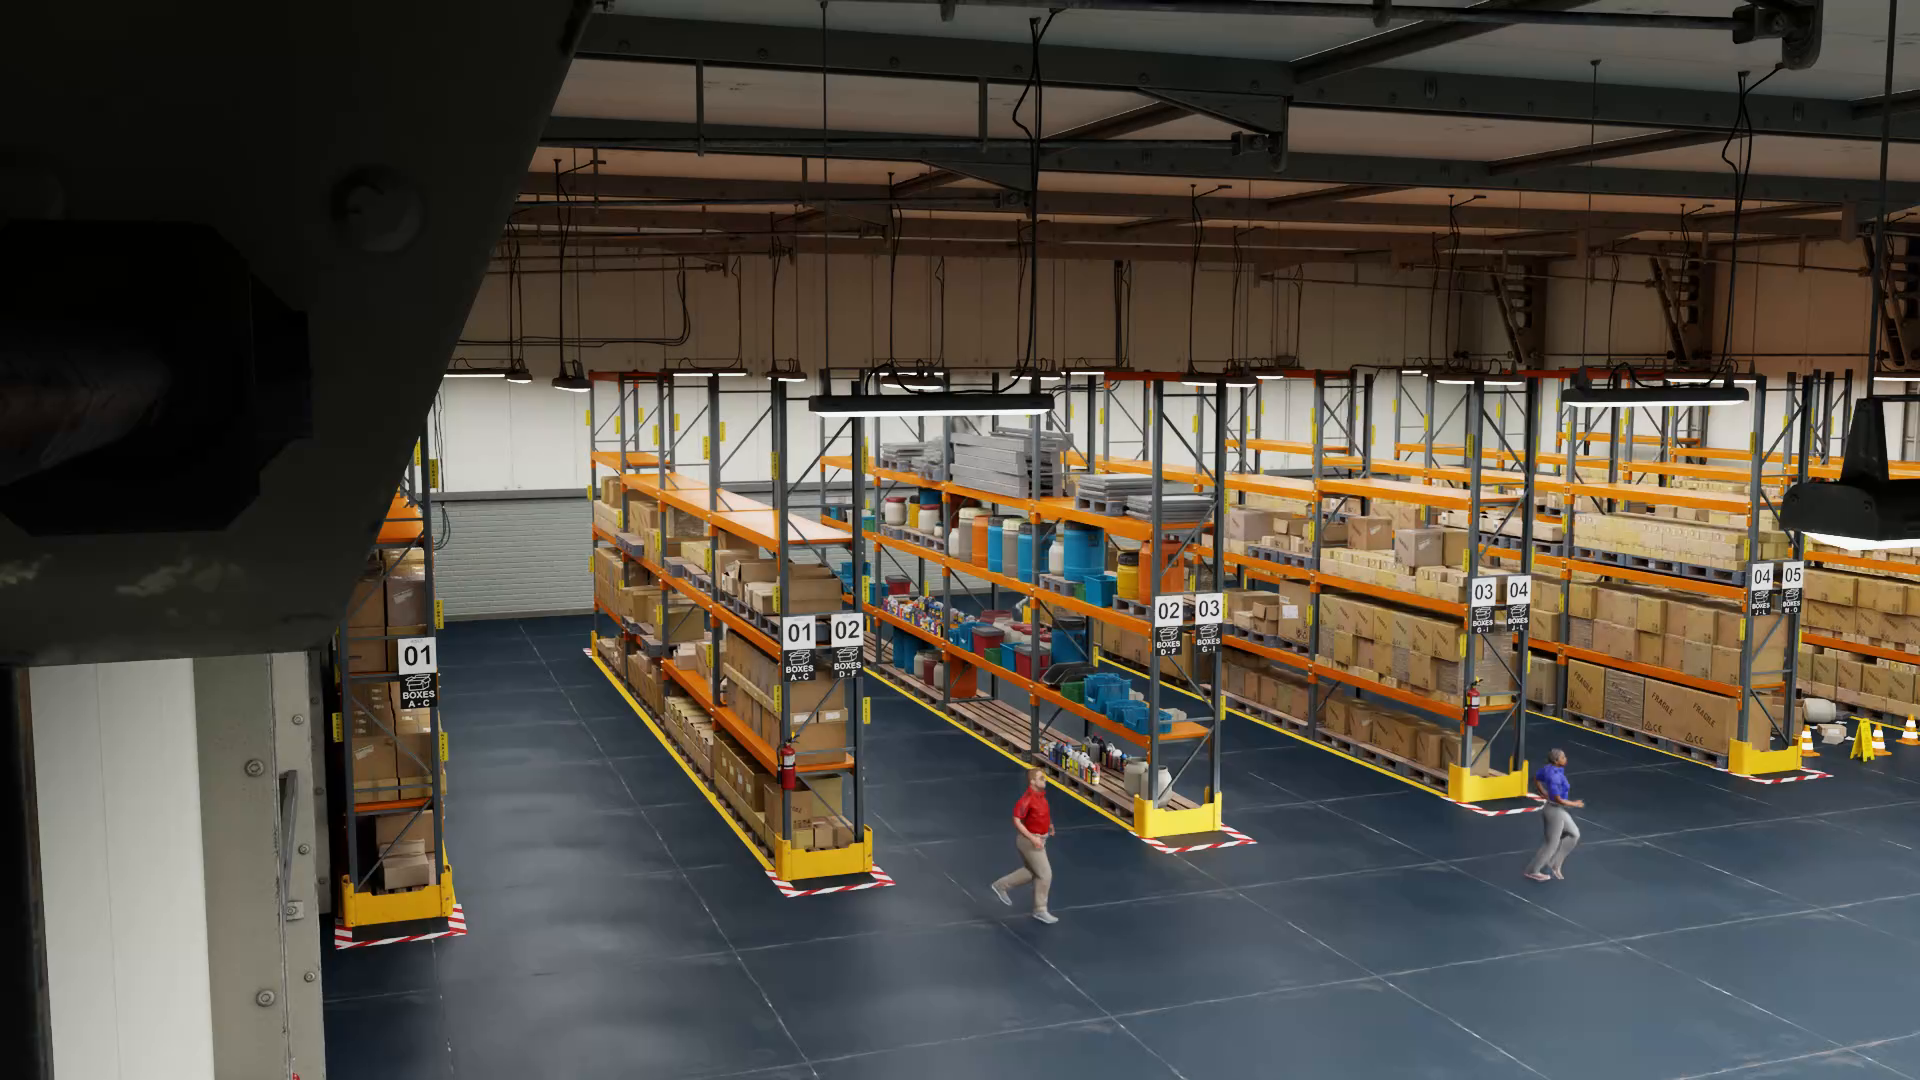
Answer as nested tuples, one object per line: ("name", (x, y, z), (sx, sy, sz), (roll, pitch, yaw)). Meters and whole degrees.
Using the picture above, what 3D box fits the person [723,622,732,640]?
("person", (-4.768, 1.678, 34.170), (0.709, 1.745, 0.801), (-4, 7, -31))

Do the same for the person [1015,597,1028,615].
("person", (1.743, 1.024, 39.853), (0.879, 1.766, 0.739), (-2, 7, -15))

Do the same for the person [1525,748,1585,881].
("person", (7.155, 3.301, 19.964), (0.639, 1.653, 0.576), (2, 7, 15))

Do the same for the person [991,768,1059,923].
("person", (0.732, 3.412, 18.678), (0.807, 1.751, 0.649), (2, 7, 13))
